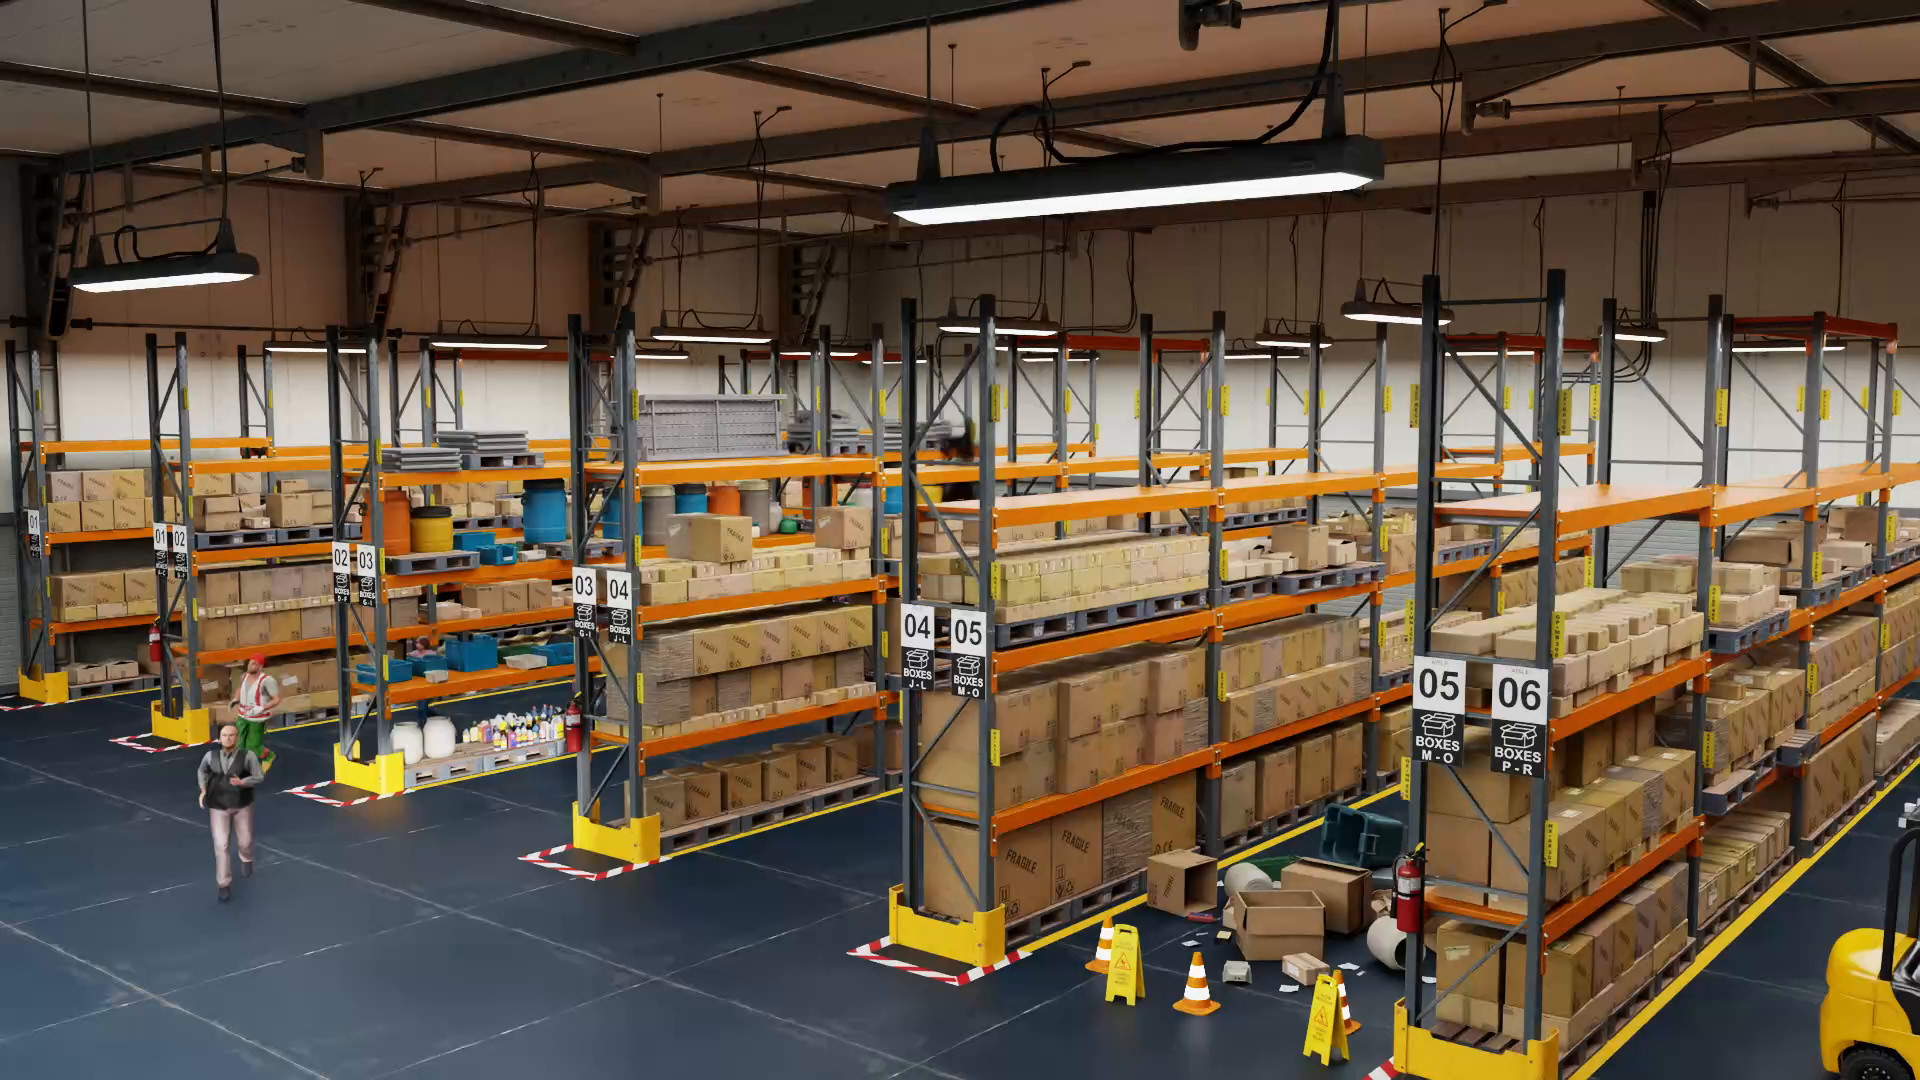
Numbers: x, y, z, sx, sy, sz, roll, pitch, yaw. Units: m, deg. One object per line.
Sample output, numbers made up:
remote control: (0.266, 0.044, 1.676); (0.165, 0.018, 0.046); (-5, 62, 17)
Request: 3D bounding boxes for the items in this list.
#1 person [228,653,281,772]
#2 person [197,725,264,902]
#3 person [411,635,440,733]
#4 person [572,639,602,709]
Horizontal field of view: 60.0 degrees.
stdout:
person: (-9.247, 2.344, 21.911); (0.703, 1.746, 0.757); (2, 5, 18)
person: (-7.484, 2.750, 17.074); (0.657, 1.703, 0.971); (-2, 5, -18)
person: (-7.793, 2.172, 24.200); (0.537, 1.596, 0.878); (2, 6, 23)
person: (-5.941, 1.986, 26.398); (0.580, 1.636, 0.547); (4, 7, 41)
